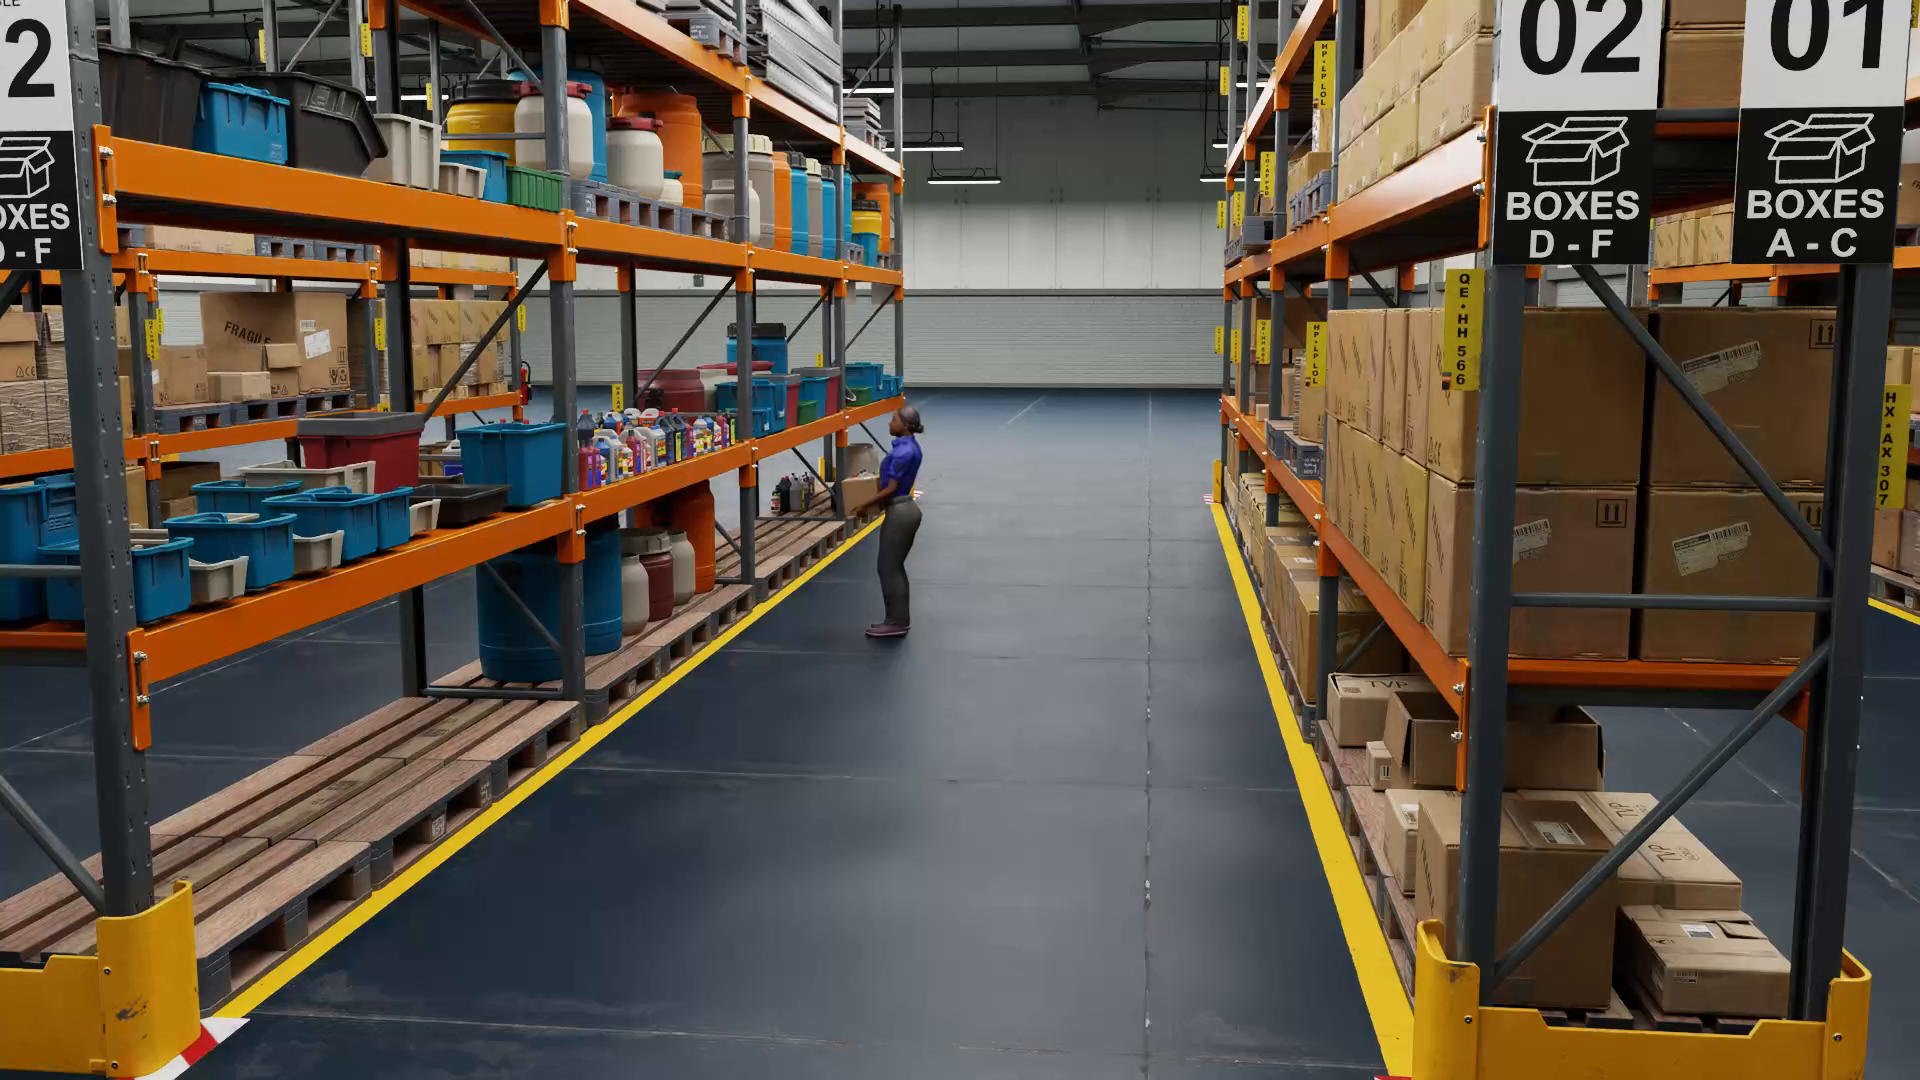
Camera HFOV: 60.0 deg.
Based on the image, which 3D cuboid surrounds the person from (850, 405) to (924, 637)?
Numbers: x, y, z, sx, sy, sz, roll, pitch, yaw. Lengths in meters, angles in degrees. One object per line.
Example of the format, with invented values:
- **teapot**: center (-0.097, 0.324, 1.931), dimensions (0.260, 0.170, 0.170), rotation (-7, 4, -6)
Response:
- **person**: center (-0.509, -0.141, 11.895), dimensions (0.516, 1.645, 0.447), rotation (1, 8, 6)
